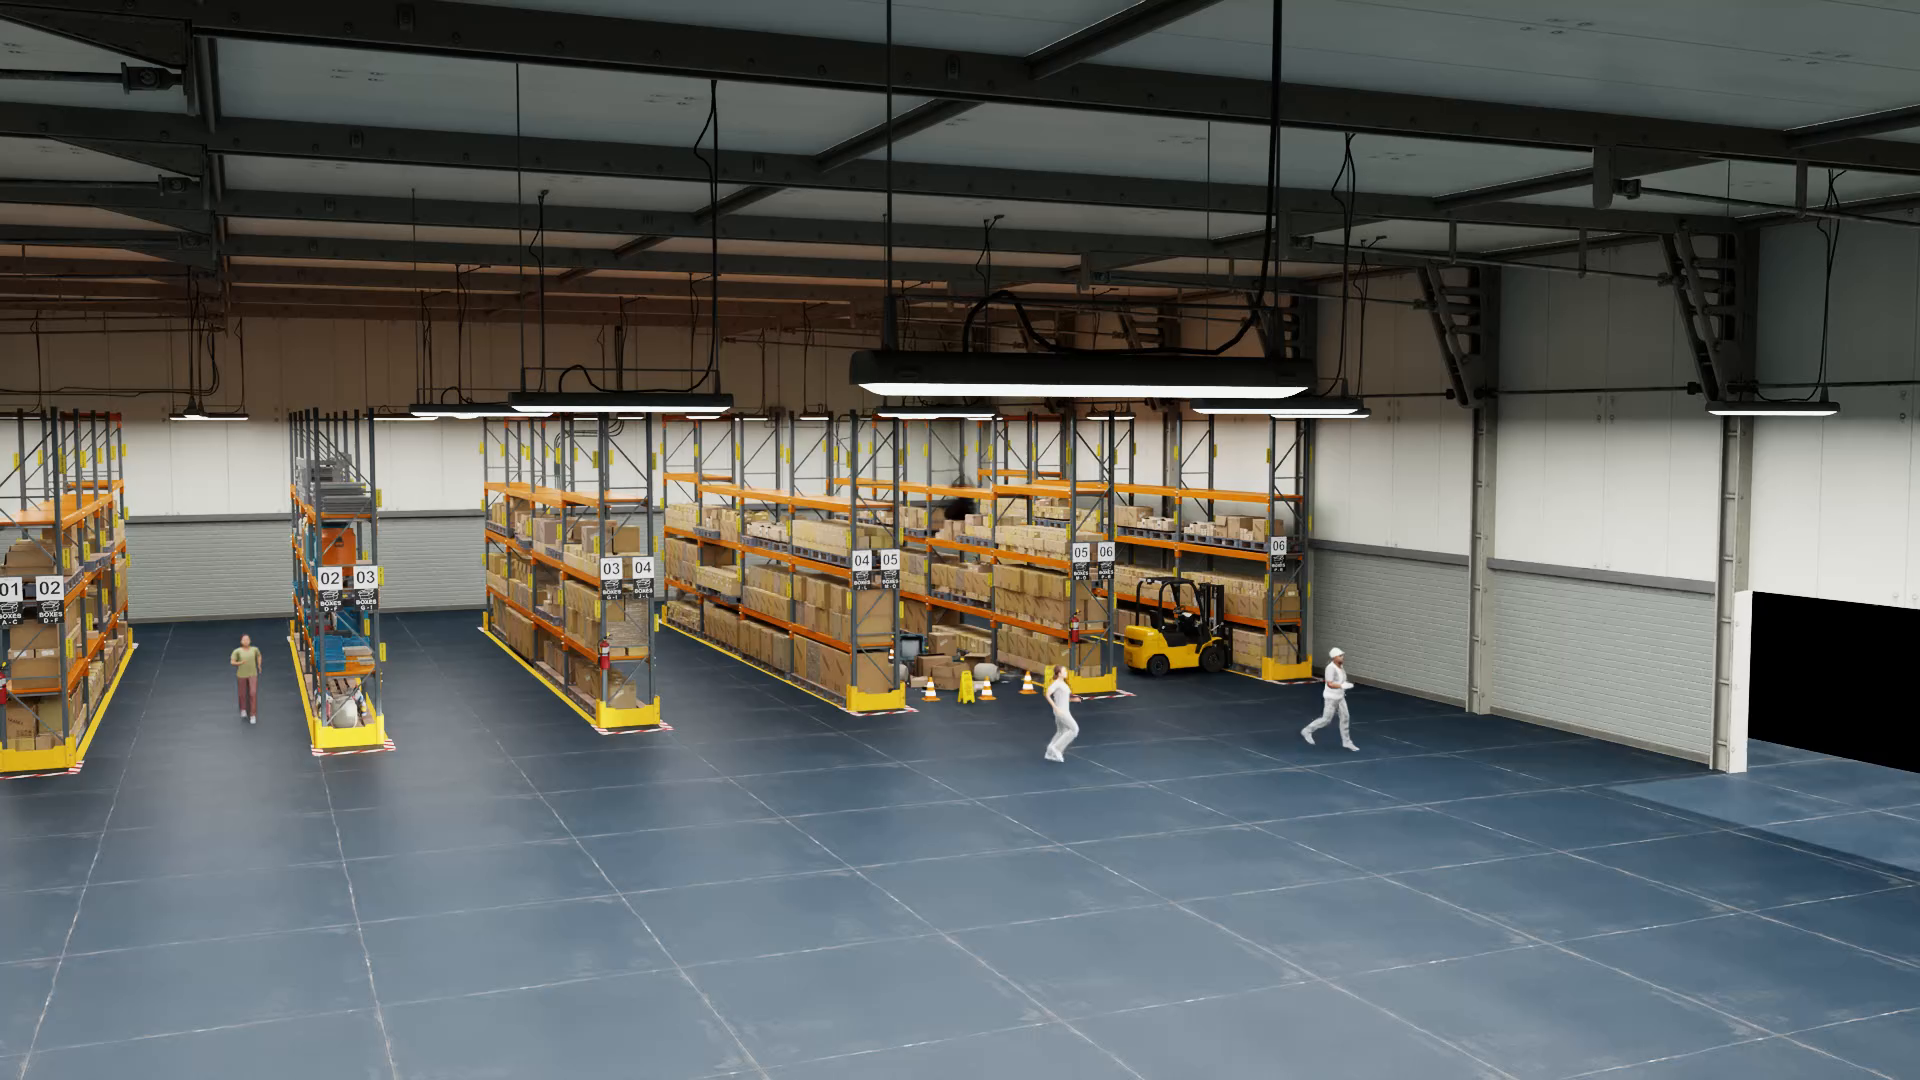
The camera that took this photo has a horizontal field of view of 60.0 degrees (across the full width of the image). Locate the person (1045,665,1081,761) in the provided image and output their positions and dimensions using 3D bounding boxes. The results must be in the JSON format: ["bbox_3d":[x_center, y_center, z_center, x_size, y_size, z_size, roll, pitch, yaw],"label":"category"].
[{"bbox_3d":[1.742,2.921,28.096,0.628,1.635,0.546,1,4,11],"label":"person"}]

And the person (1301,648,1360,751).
[{"bbox_3d":[6.525,2.782,29.197,0.997,1.793,0.694,2,5,31],"label":"person"}]

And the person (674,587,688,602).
[{"bbox_3d":[-8.240,1.441,49.395,0.584,1.652,0.698,0,4,4],"label":"person"}]

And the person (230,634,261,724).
[{"bbox_3d":[-13.678,2.628,31.891,0.568,1.670,0.952,-2,4,-27],"label":"person"}]
